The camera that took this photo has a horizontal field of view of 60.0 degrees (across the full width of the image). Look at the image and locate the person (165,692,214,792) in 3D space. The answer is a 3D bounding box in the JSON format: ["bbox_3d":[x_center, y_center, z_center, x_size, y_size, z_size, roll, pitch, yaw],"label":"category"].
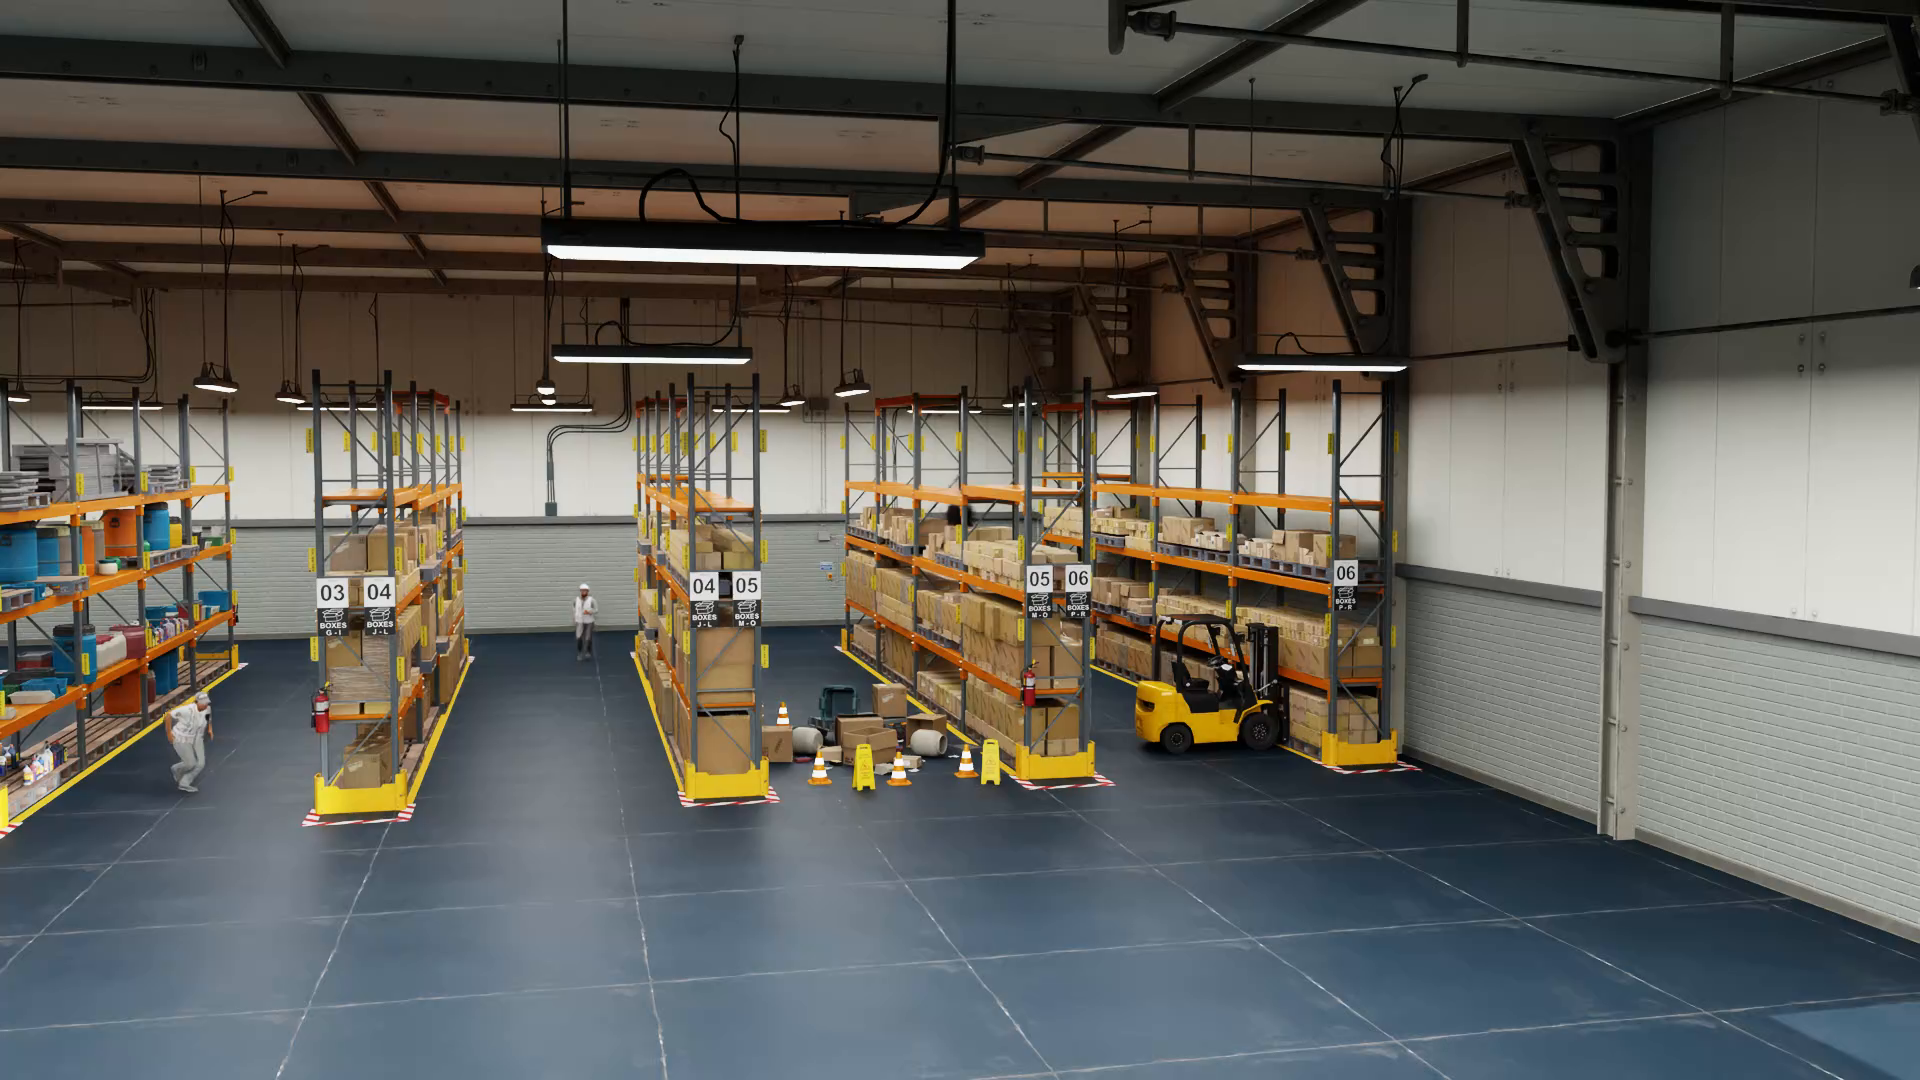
[{"bbox_3d":[-11.028,2.897,23.804,0.831,1.485,0.634,2,4,32],"label":"person"}]

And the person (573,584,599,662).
[{"bbox_3d":[-8.641,1.911,38.314,0.640,1.797,0.714,0,3,-1],"label":"person"}]
